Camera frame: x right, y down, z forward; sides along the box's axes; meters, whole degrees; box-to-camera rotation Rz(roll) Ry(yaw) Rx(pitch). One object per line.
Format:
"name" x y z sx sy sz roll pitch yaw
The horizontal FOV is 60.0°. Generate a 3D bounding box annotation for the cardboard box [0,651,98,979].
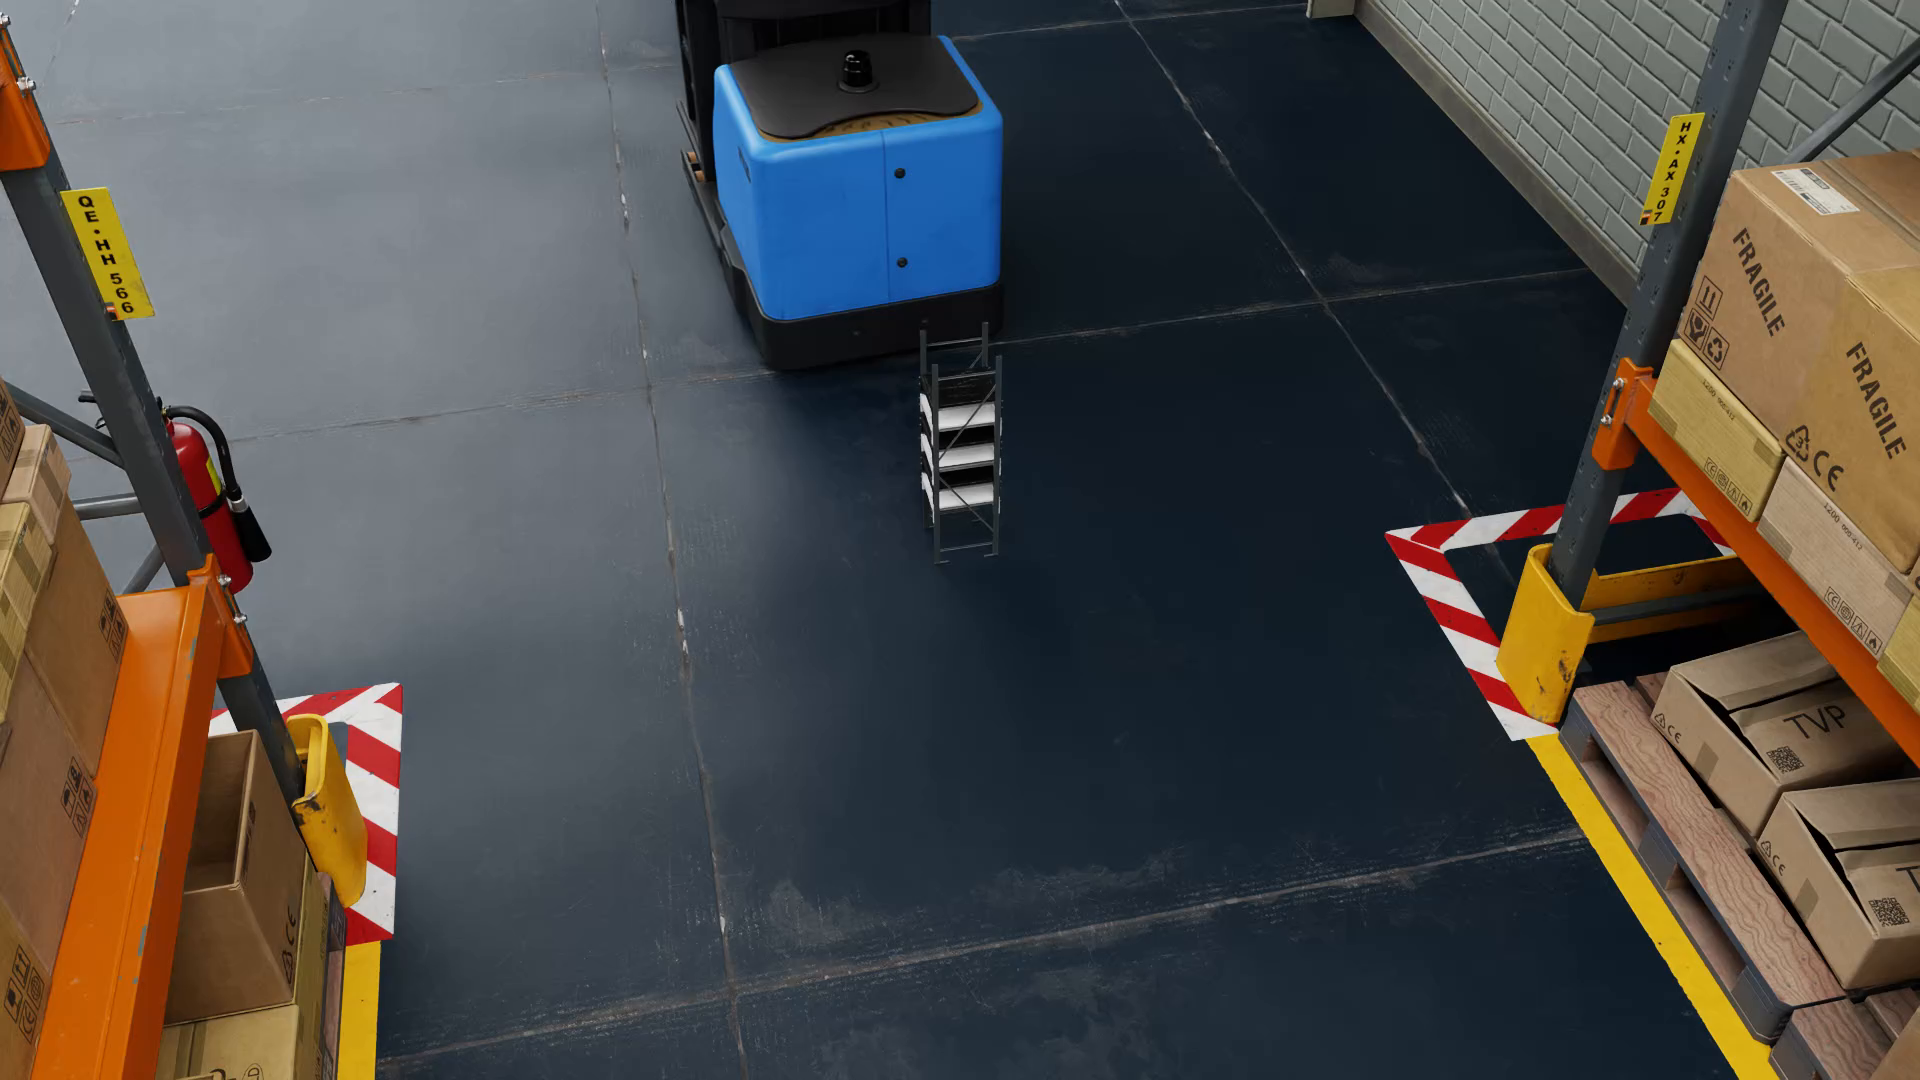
"cardboard box" -2.193 0.575 3.267 0.700 0.500 0.500 -7 42 -8

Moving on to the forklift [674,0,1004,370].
"forklift" -0.737 -2.796 7.192 1.130 2.935 3.031 -12 43 -13

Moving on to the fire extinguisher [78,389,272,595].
"fire extinguisher" -1.971 -0.146 4.213 0.296 0.674 0.183 -8 42 -9

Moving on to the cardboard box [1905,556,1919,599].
"cardboard box" 2.449 0.034 3.485 0.500 0.500 0.500 -10 42 -11

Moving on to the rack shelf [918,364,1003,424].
"rack shelf" 0.002 -0.508 5.788 0.258 0.077 0.200 -8 42 -9

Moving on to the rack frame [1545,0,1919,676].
"rack frame" 2.437 -0.744 4.828 1.000 3.000 0.127 -8 42 -9

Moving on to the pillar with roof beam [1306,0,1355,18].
"pillar with roof beam" -2.066 -5.930 6.152 9.100 9.000 0.400 -8 42 -9

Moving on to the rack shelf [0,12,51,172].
"rack shelf" -1.967 0.412 1.809 1.077 0.370 4.000 -8 42 -9

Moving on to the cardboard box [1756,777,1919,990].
"cardboard box" 2.622 0.928 4.639 0.500 0.311 0.500 -5 42 -6

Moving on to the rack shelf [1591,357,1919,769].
"rack shelf" 2.869 0.822 3.607 1.077 0.370 4.000 -8 42 -9

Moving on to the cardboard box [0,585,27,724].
"cardboard box" -2.017 0.244 3.152 0.380 0.149 0.250 -9 42 -10

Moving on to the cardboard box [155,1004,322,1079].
"cardboard box" -1.875 1.467 4.092 0.500 0.250 0.500 -8 42 -9

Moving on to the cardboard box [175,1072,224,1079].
"cardboard box" -1.762 1.510 3.479 0.500 0.500 0.500 -8 42 -9

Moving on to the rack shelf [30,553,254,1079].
"rack shelf" -1.967 1.534 2.804 1.077 0.370 4.000 -8 42 -9

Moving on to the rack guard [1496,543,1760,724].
"rack guard" 2.454 0.240 5.603 1.175 0.500 0.348 -8 42 -9

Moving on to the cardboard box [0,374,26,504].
"cardboard box" -2.299 -0.215 3.181 0.700 0.500 0.500 -8 42 -9

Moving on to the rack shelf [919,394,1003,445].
"rack shelf" 0.002 -0.441 5.848 0.258 0.077 0.200 -8 42 -9

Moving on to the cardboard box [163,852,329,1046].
"cardboard box" -1.995 1.145 4.456 0.500 0.250 0.500 -8 42 -9

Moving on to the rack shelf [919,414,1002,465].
"rack shelf" 0.002 -0.374 5.908 0.258 0.077 0.200 -8 42 -9

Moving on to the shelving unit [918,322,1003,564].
"shelving unit" 0.002 -0.331 5.945 0.258 0.900 0.210 -8 42 -9

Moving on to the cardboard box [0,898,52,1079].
"cardboard box" -2.091 0.898 2.904 0.700 0.500 0.500 -8 42 -9

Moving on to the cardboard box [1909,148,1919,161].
"cardboard box" 2.746 -0.701 4.313 0.500 0.500 0.500 -9 42 -10

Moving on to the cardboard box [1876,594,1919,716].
"cardboard box" 2.463 0.332 3.714 0.500 0.250 0.500 -9 42 -10

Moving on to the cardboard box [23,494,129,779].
"cardboard box" -2.311 0.235 3.650 0.700 0.500 0.500 -8 42 -9

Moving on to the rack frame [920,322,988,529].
"rack frame" -0.020 -0.397 6.020 0.240 0.900 0.006 -8 42 -9

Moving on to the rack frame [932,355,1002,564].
"rack frame" 0.024 -0.265 5.871 0.240 0.900 0.006 -8 42 -9

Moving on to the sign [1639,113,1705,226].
"sign" 1.907 -0.990 4.453 0.100 0.325 0.005 -8 42 -9

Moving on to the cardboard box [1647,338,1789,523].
"cardboard box" 2.232 -0.333 4.464 0.500 0.250 0.500 -9 42 -11

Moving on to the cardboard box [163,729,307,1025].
"cardboard box" -1.993 0.864 4.207 0.500 0.500 0.500 -8 42 -9

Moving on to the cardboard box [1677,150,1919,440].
"cardboard box" 2.247 -0.623 4.226 0.500 0.500 0.500 -8 42 -9

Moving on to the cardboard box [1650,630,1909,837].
"cardboard box" 2.499 0.559 5.055 0.500 0.311 0.500 -13 43 -14

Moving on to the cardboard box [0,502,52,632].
"cardboard box" -2.073 0.078 3.338 0.380 0.149 0.250 -7 42 -8

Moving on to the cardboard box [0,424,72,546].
"cardboard box" -2.130 -0.091 3.529 0.380 0.149 0.250 -9 42 -10

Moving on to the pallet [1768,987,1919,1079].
"pallet" 2.854 1.669 4.211 1.003 0.211 1.213 -8 42 -9

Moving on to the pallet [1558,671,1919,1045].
"pallet" 2.594 0.880 5.100 1.003 0.211 1.213 -8 42 -9

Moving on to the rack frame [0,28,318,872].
"rack frame" -2.399 -0.032 4.026 1.000 3.000 0.127 -8 42 -9

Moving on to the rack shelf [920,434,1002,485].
"rack shelf" 0.002 -0.306 5.967 0.258 0.077 0.200 -8 42 -9

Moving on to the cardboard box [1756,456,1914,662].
"cardboard box" 2.358 0.001 4.087 0.500 0.250 0.500 -10 42 -11

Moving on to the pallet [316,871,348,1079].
"pallet" -2.193 1.501 4.400 1.003 0.211 1.213 -8 42 -9

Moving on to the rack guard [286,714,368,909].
"rack guard" -2.404 0.888 4.873 1.175 0.500 0.348 -8 42 -9

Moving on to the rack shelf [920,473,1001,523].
"rack shelf" 0.002 -0.172 6.087 0.258 0.077 0.200 -8 42 -9

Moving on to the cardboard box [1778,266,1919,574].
"cardboard box" 2.344 -0.301 3.863 0.500 0.500 0.500 -8 42 -9

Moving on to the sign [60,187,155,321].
"sign" -1.866 -0.622 3.641 0.100 0.325 0.005 -8 42 -9

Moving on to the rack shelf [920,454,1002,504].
"rack shelf" 0.002 -0.239 6.027 0.258 0.077 0.200 -8 42 -9
